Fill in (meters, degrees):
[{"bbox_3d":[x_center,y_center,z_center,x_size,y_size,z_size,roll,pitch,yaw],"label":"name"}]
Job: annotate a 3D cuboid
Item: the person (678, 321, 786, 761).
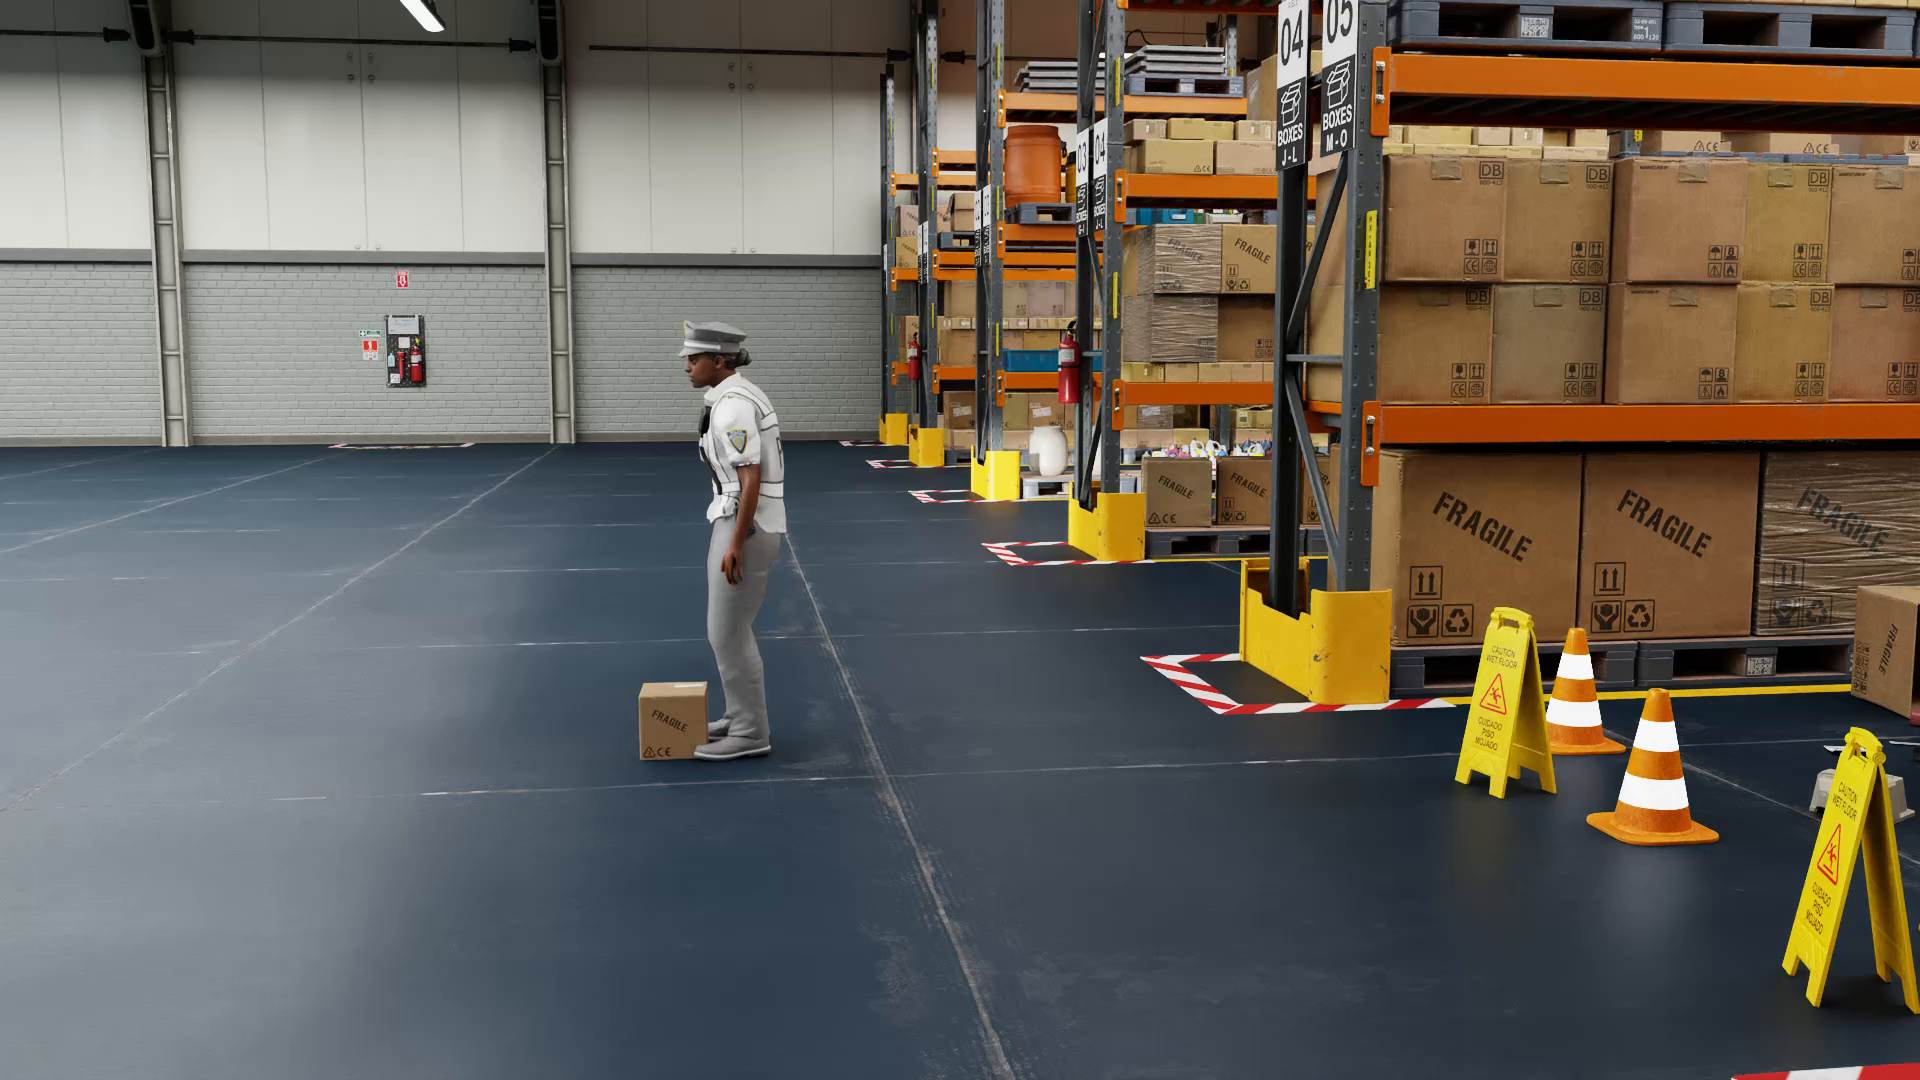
[{"bbox_3d":[-0.873,-0.006,6.404,0.397,1.656,0.503,-1,7,-9],"label":"person"}]
